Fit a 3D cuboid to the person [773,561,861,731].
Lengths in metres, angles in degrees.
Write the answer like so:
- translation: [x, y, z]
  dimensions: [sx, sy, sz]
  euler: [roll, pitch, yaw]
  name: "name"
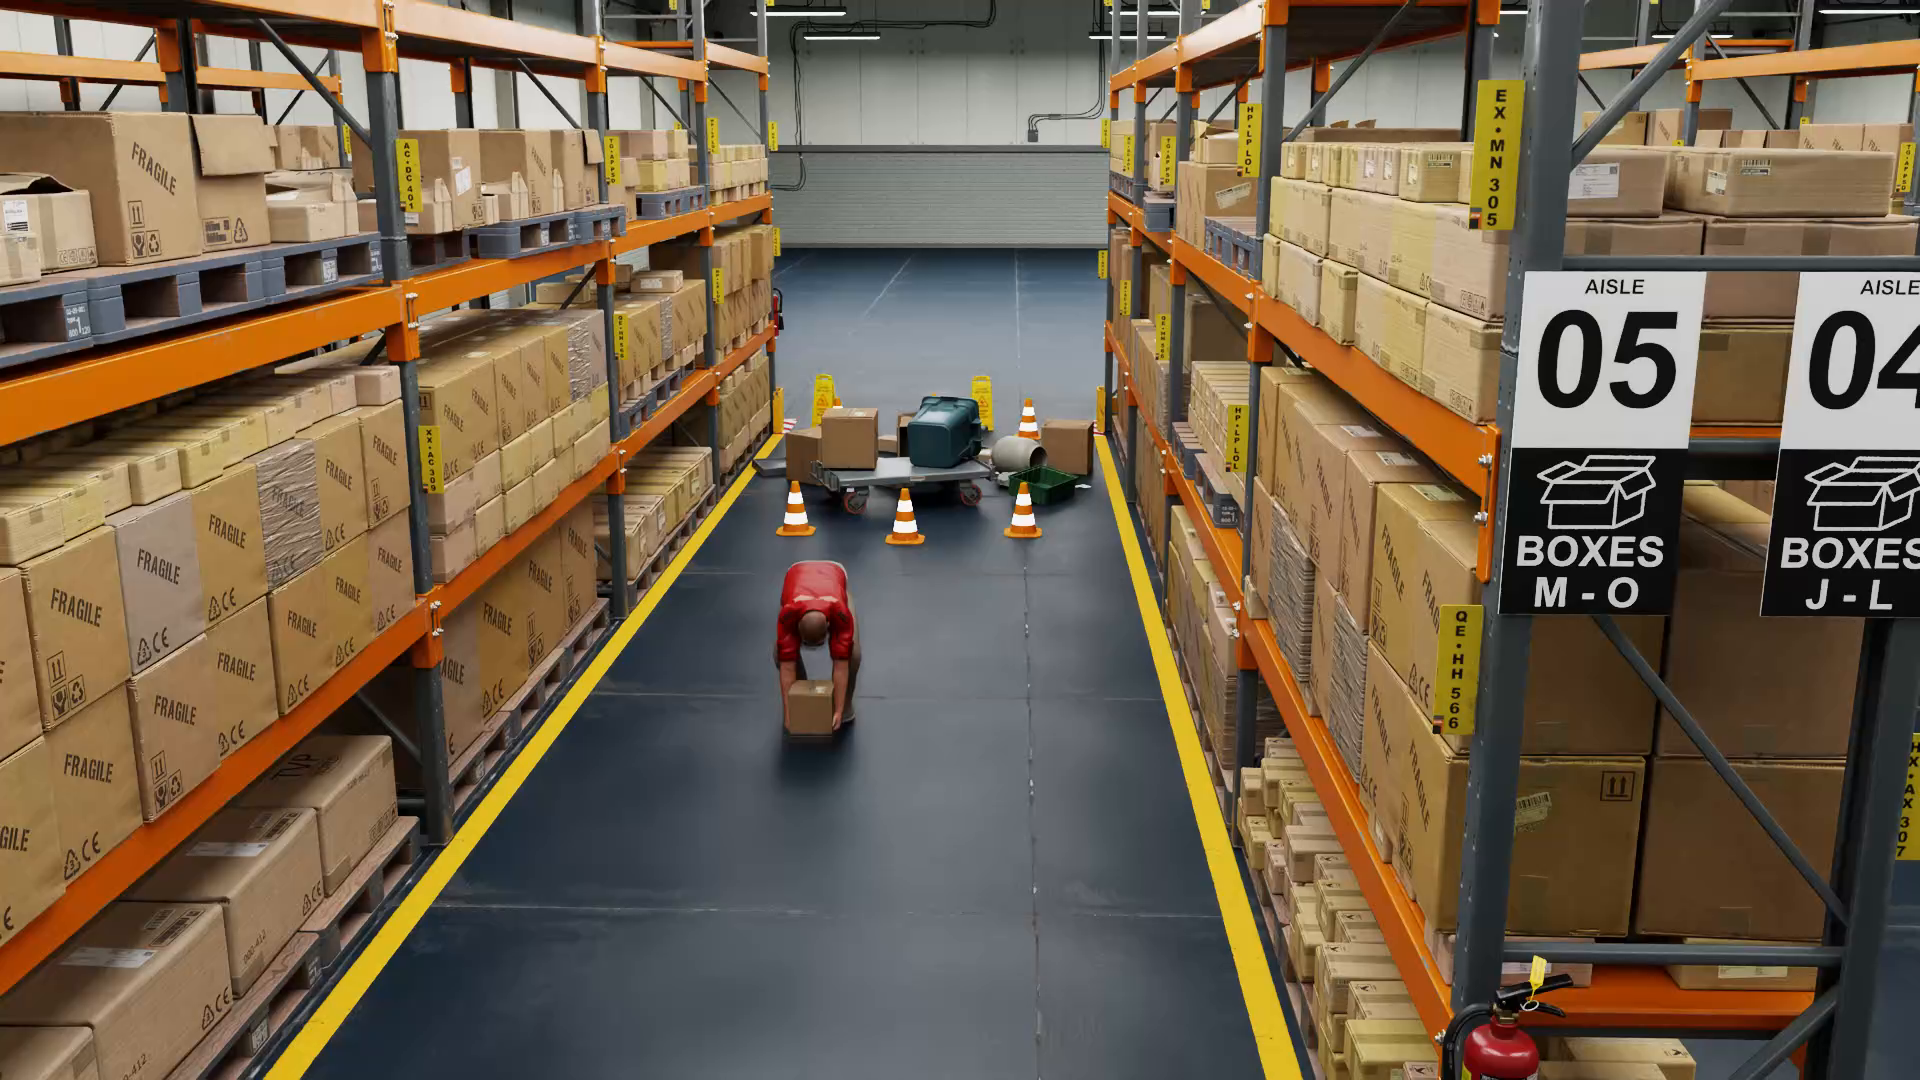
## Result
- translation: [-0.859, 0.658, 9.934]
  dimensions: [0.530, 0.976, 0.958]
  euler: [0, 14, -1]
  name: "person"
